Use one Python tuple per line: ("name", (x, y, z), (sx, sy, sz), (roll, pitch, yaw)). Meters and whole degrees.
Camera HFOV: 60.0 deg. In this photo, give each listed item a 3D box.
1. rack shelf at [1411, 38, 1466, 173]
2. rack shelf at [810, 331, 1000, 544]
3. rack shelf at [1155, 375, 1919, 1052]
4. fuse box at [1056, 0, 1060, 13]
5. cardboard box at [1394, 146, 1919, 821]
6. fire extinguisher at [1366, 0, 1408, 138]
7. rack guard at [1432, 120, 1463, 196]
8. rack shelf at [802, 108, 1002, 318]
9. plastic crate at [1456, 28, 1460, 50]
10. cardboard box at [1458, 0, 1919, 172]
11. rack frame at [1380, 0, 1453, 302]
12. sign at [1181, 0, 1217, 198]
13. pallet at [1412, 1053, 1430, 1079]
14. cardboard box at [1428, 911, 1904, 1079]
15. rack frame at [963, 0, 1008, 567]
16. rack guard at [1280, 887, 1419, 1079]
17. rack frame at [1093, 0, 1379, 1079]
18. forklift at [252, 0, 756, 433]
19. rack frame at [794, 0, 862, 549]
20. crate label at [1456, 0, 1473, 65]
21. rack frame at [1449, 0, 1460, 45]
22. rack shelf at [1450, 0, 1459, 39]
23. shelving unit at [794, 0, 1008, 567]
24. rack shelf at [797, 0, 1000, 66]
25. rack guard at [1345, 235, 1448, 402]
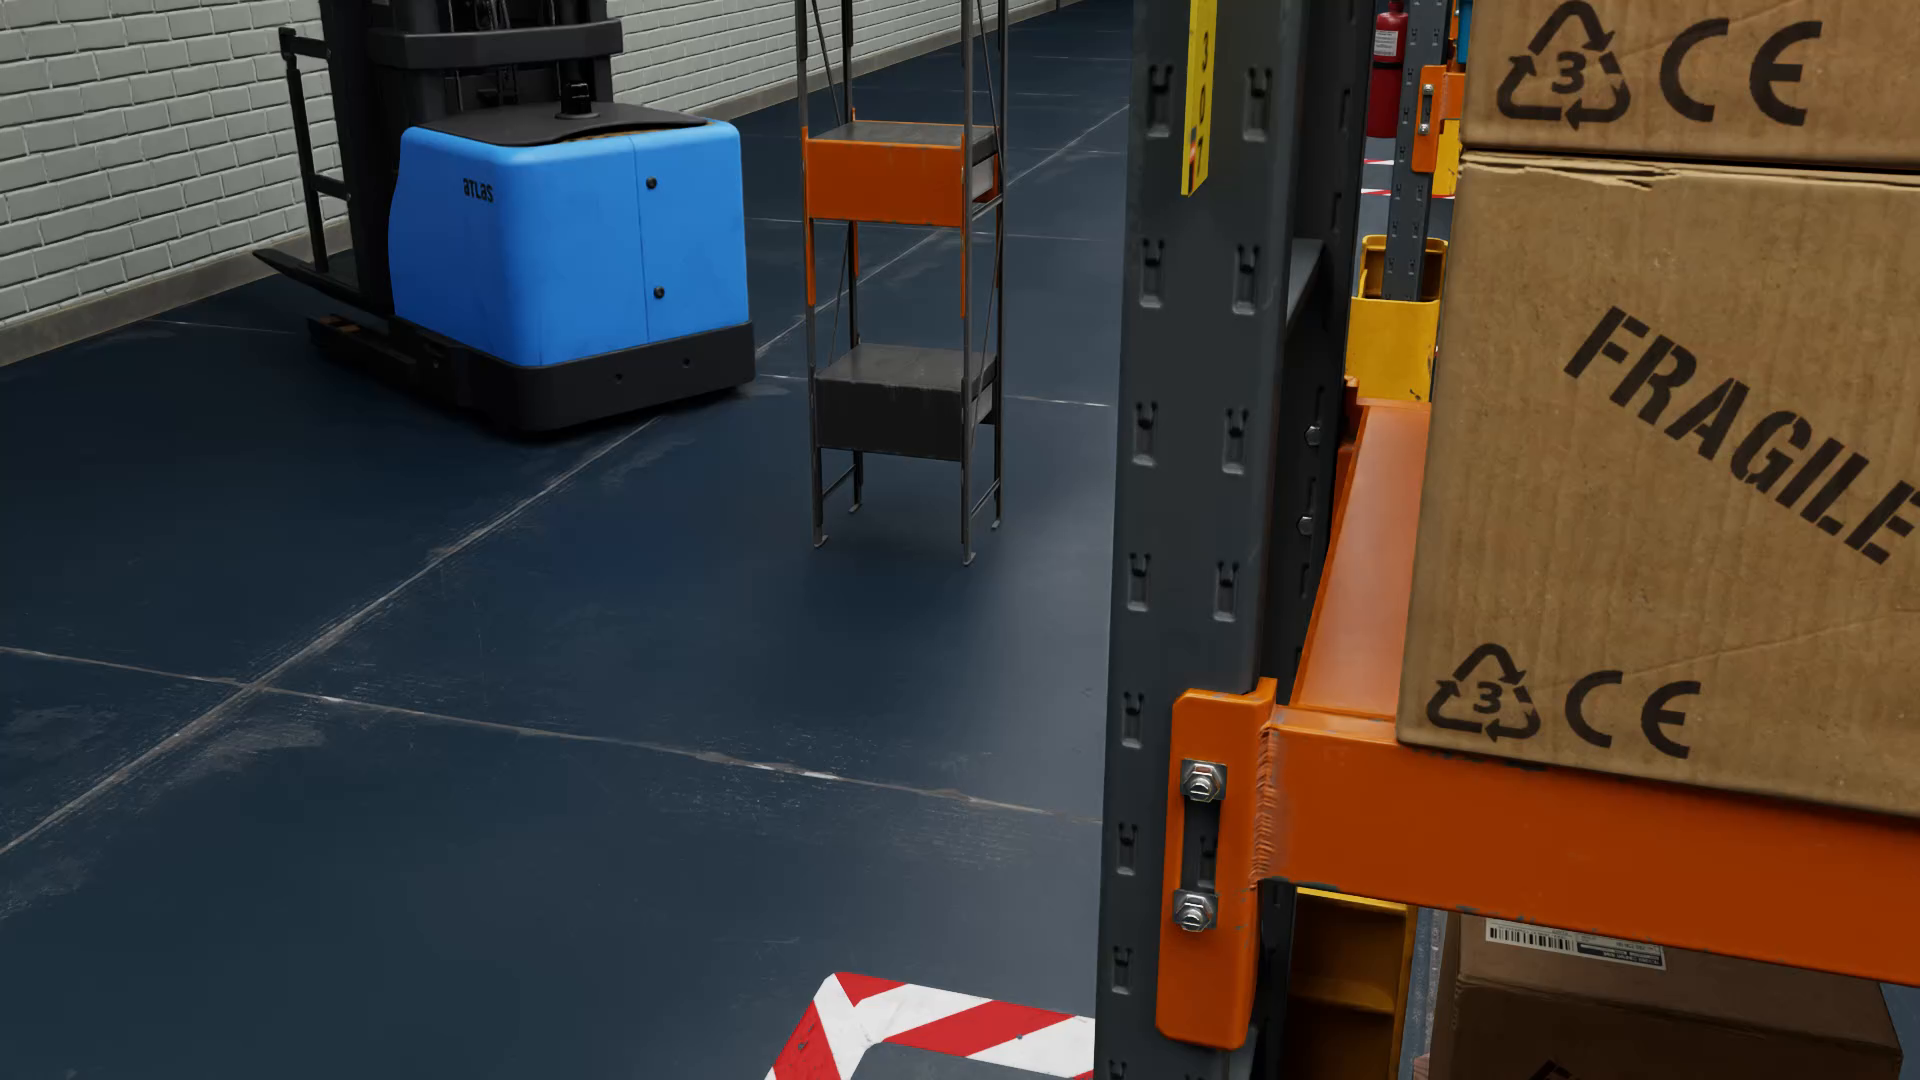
("rack shelf", (3.684, -1.462, 5.829), (4.000, 0.370, 1.077), (7, 23, 16))
("rack shelf", (-0.158, -0.329, 5.187), (0.480, 0.518, 0.431), (7, 23, 16))
("rack shelf", (2.249, 0.338, 1.442), (4.000, 0.370, 1.077), (7, 23, 16))
("fuse box", (1.404, -8.175, 22.944), (0.414, 1.711, 0.539), (7, 23, 16))
("cardboard box", (0.683, -0.116, 1.469), (0.500, 0.500, 0.500), (7, 23, 17))
("fire extinguisher", (1.756, -1.987, 6.755), (0.183, 0.674, 0.296), (7, 23, 16))
("rack guard", (3.177, -2.659, 11.095), (0.348, 0.500, 1.175), (7, 23, 16))
("rack shelf", (-0.158, -0.977, 4.921), (0.480, 0.518, 0.431), (7, 23, 16))
("plastic crate", (2.143, -2.089, 6.284), (0.499, 0.435, 0.616), (7, 23, 16))
("cardboard box", (0.683, -0.579, 1.279), (0.500, 0.500, 0.500), (7, 23, 17))
("rack frame", (1.769, -2.014, 6.227), (0.127, 3.000, 1.000), (7, 23, 16))
("sign", (0.178, -0.418, 1.195), (0.005, 0.325, 0.100), (7, 23, 16))
("pallet", (1.171, 1.171, 2.137), (1.213, 0.211, 1.003), (7, 23, 16))
("cardboard box", (0.926, 0.709, 2.304), (0.500, 0.500, 0.500), (7, 23, 16))
("rack frame", (0.075, -0.963, 4.851), (0.015, 2.100, 0.400), (7, 23, 16))
("rack guard", (0.407, 0.950, 2.294), (0.348, 0.500, 1.175), (7, 23, 16))
("rack frame", (0.334, -0.213, 1.837), (0.053, 2.616, 0.949), (7, 23, 16))
("forklift", (-2.186, -2.224, 6.830), (1.130, 2.935, 3.031), (-19, 29, -39))
("rack frame", (-0.392, -1.016, 4.981), (0.015, 2.100, 0.400), (7, 23, 16))
("crate label", (1.910, -1.817, 5.889), (0.303, 0.233, 0.416), (7, 23, 16))
("rack frame", (3.200, -3.813, 10.614), (0.127, 3.000, 1.000), (7, 23, 16))
("rack shelf", (5.114, -3.261, 10.216), (4.000, 0.370, 1.077), (7, 23, 16))
("shelving unit", (-0.158, -0.990, 4.916), (0.503, 2.100, 0.431), (7, 23, 16))
("rack shelf", (-0.158, -1.625, 4.655), (0.480, 0.518, 0.431), (7, 23, 16))
("rack guard", (1.742, -0.855, 6.696), (0.348, 0.500, 1.175), (7, 23, 16))
